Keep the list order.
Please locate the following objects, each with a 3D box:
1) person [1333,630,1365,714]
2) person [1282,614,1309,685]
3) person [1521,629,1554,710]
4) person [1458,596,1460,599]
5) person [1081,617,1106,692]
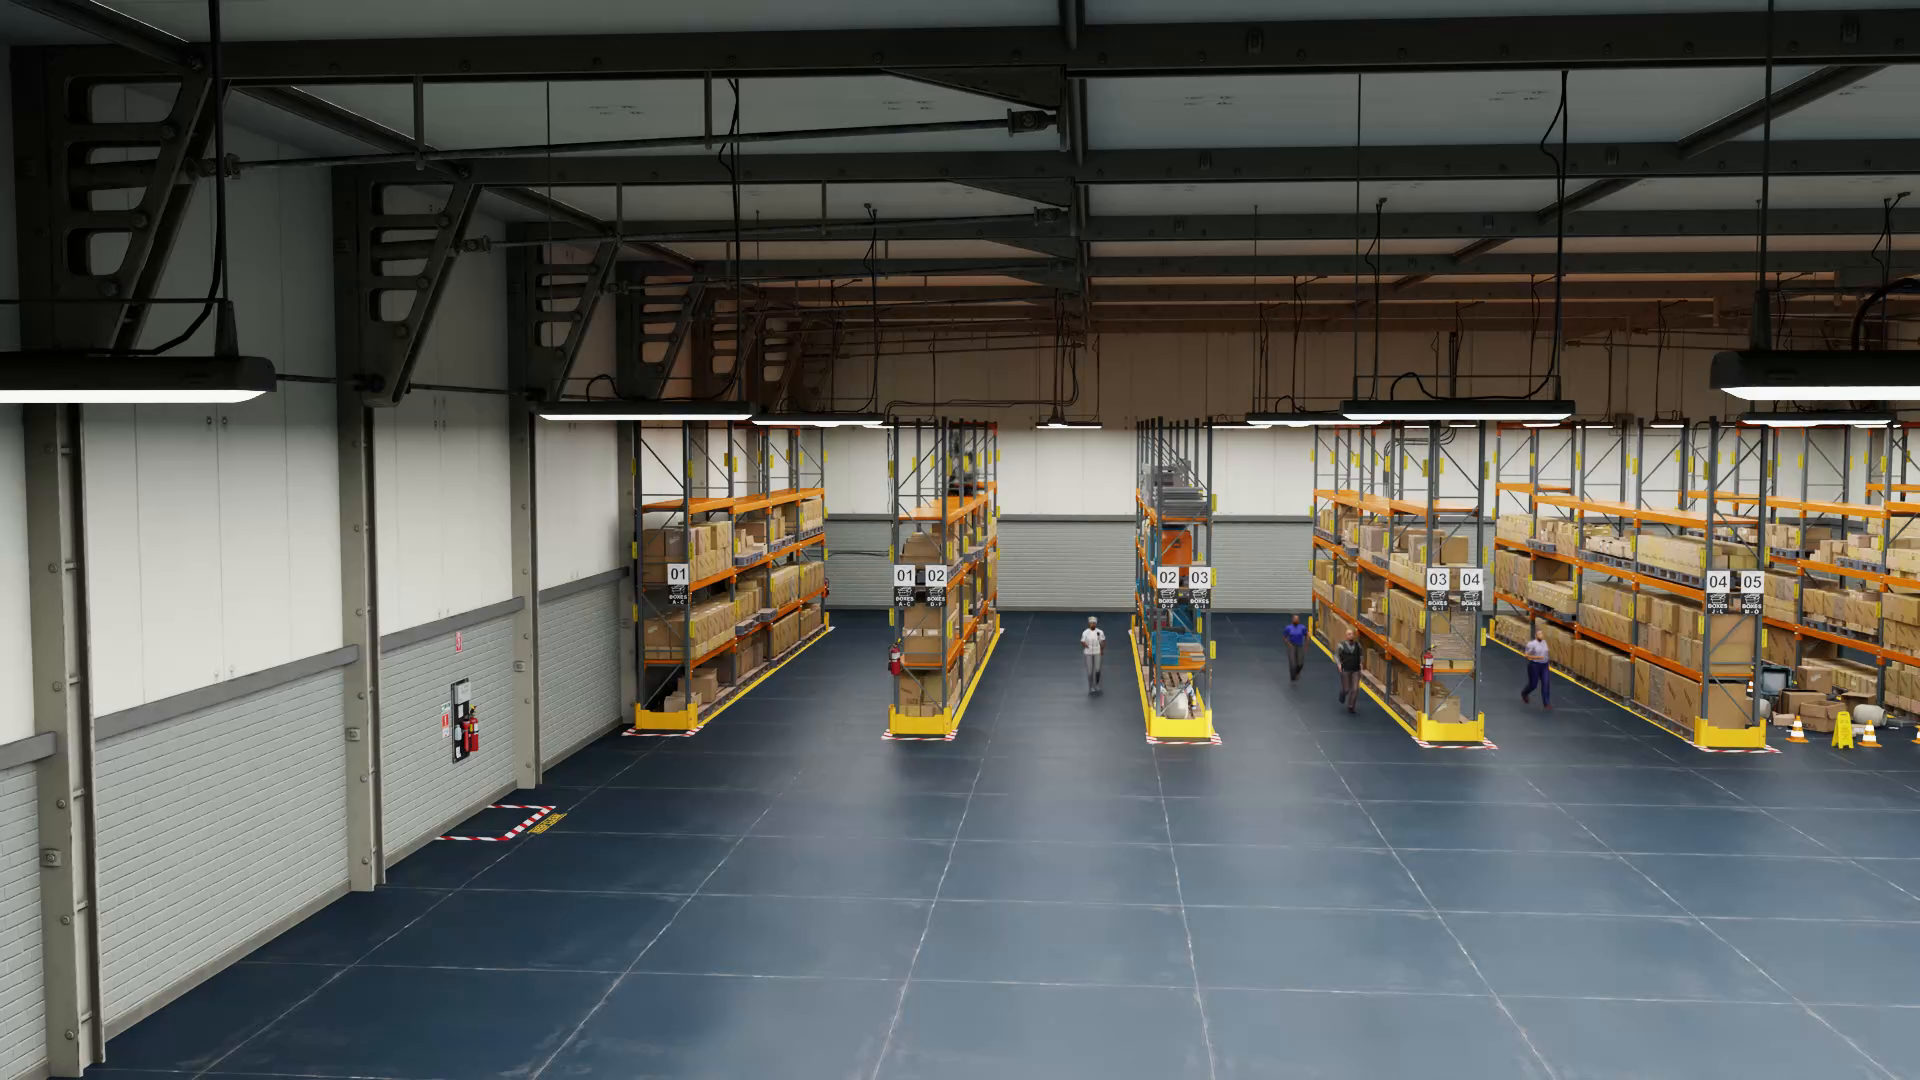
[{"bbox_3d":[7.959,2.671,33.973,0.670,1.686,0.660,0,4,-1],"label":"person"},{"bbox_3d":[7.590,2.478,37.561,0.608,1.601,0.557,0,4,2],"label":"person"},{"bbox_3d":[11.913,2.638,34.235,0.610,1.622,0.958,-1,4,-12],"label":"person"},{"bbox_3d":[14.320,1.828,47.393,0.569,1.677,0.733,-1,4,-13],"label":"person"},{"bbox_3d":[2.921,2.506,36.386,0.563,1.663,0.572,0,4,5],"label":"person"}]
